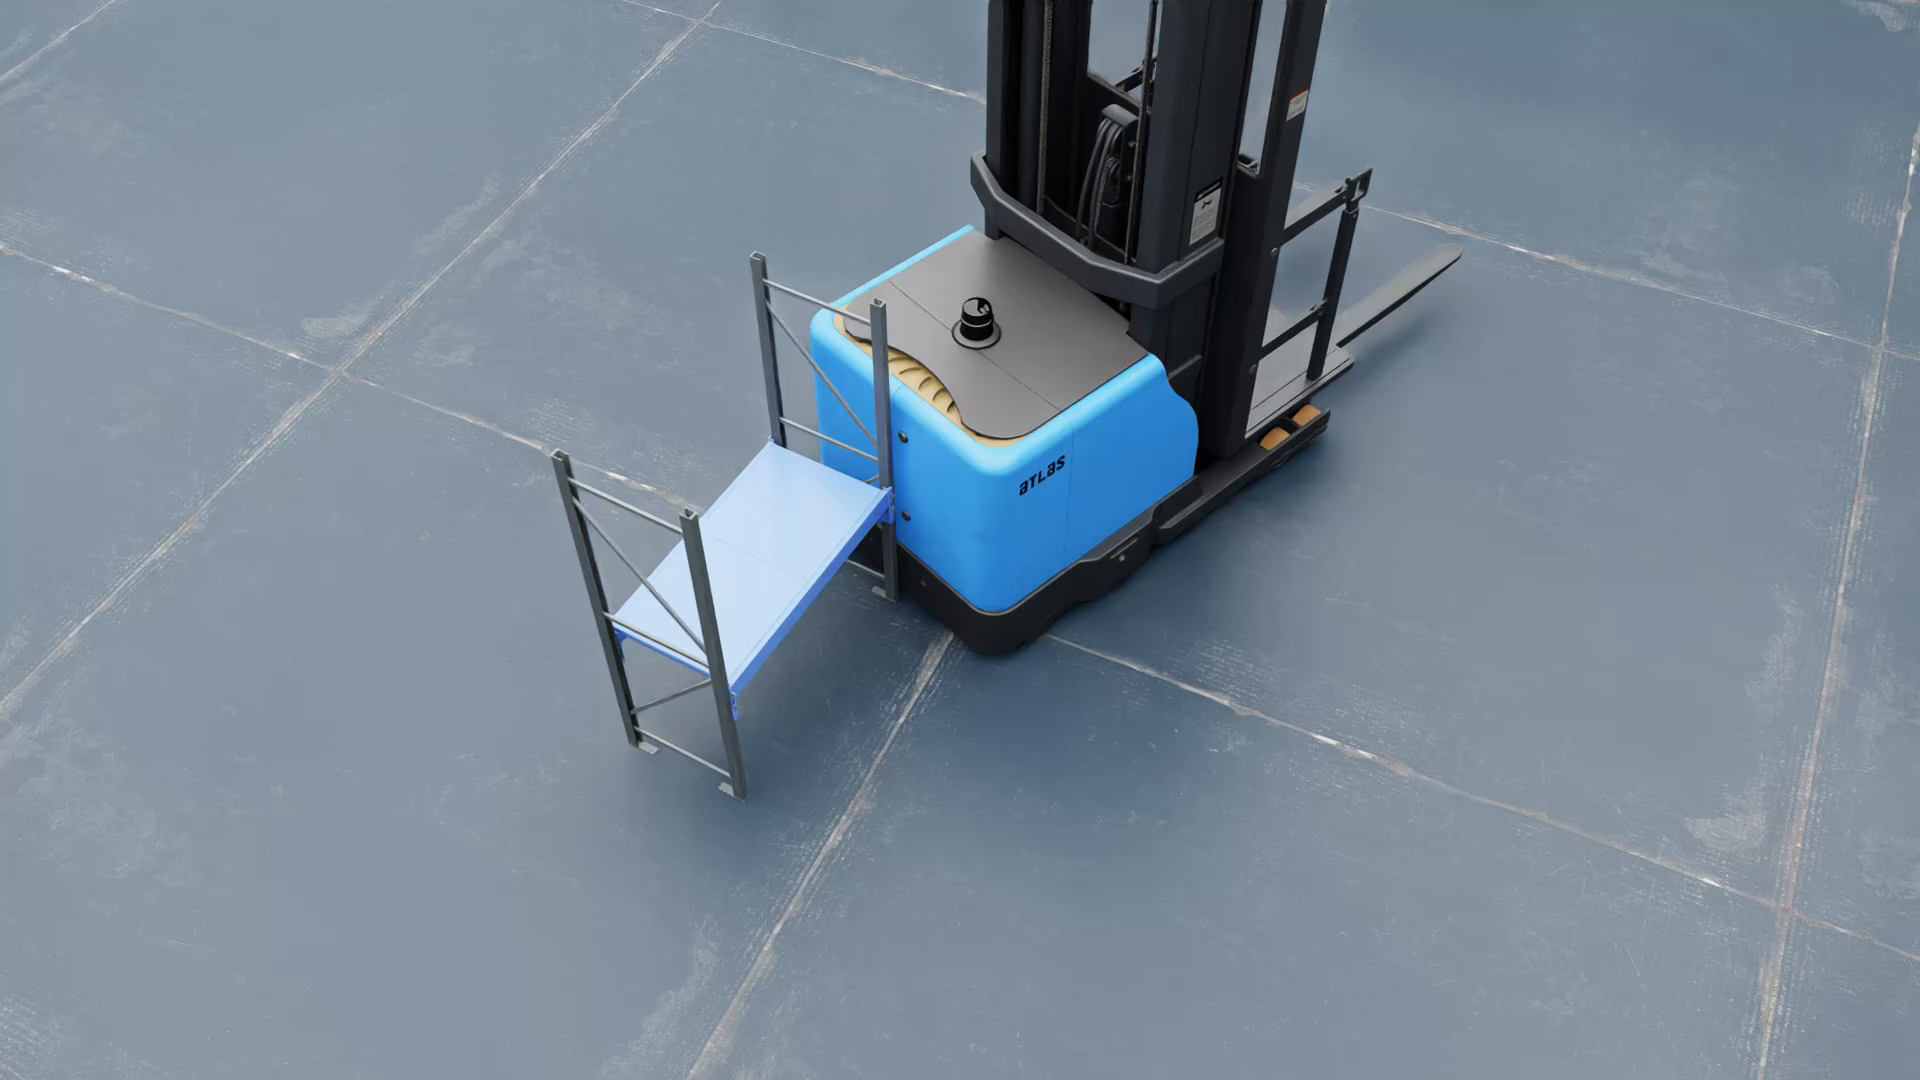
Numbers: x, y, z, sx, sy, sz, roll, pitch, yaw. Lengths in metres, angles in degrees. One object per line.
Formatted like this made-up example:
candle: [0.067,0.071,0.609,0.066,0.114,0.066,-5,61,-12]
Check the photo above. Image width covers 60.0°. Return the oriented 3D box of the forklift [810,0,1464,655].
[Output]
forklift: [0.887,-1.514,5.929,3.031,2.935,1.130,-34,58,-26]

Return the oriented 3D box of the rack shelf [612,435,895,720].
rack shelf: [-0.709,0.105,5.727,0.538,0.185,1.000,23,54,19]

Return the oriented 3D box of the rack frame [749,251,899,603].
rack frame: [-0.457,-0.348,5.876,0.500,1.500,0.032,23,54,19]

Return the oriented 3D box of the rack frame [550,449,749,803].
rack frame: [-0.961,0.325,5.304,0.500,1.500,0.032,23,54,19]

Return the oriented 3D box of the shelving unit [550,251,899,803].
shelving unit: [-0.709,-0.012,5.590,0.538,1.500,1.048,23,54,19]
